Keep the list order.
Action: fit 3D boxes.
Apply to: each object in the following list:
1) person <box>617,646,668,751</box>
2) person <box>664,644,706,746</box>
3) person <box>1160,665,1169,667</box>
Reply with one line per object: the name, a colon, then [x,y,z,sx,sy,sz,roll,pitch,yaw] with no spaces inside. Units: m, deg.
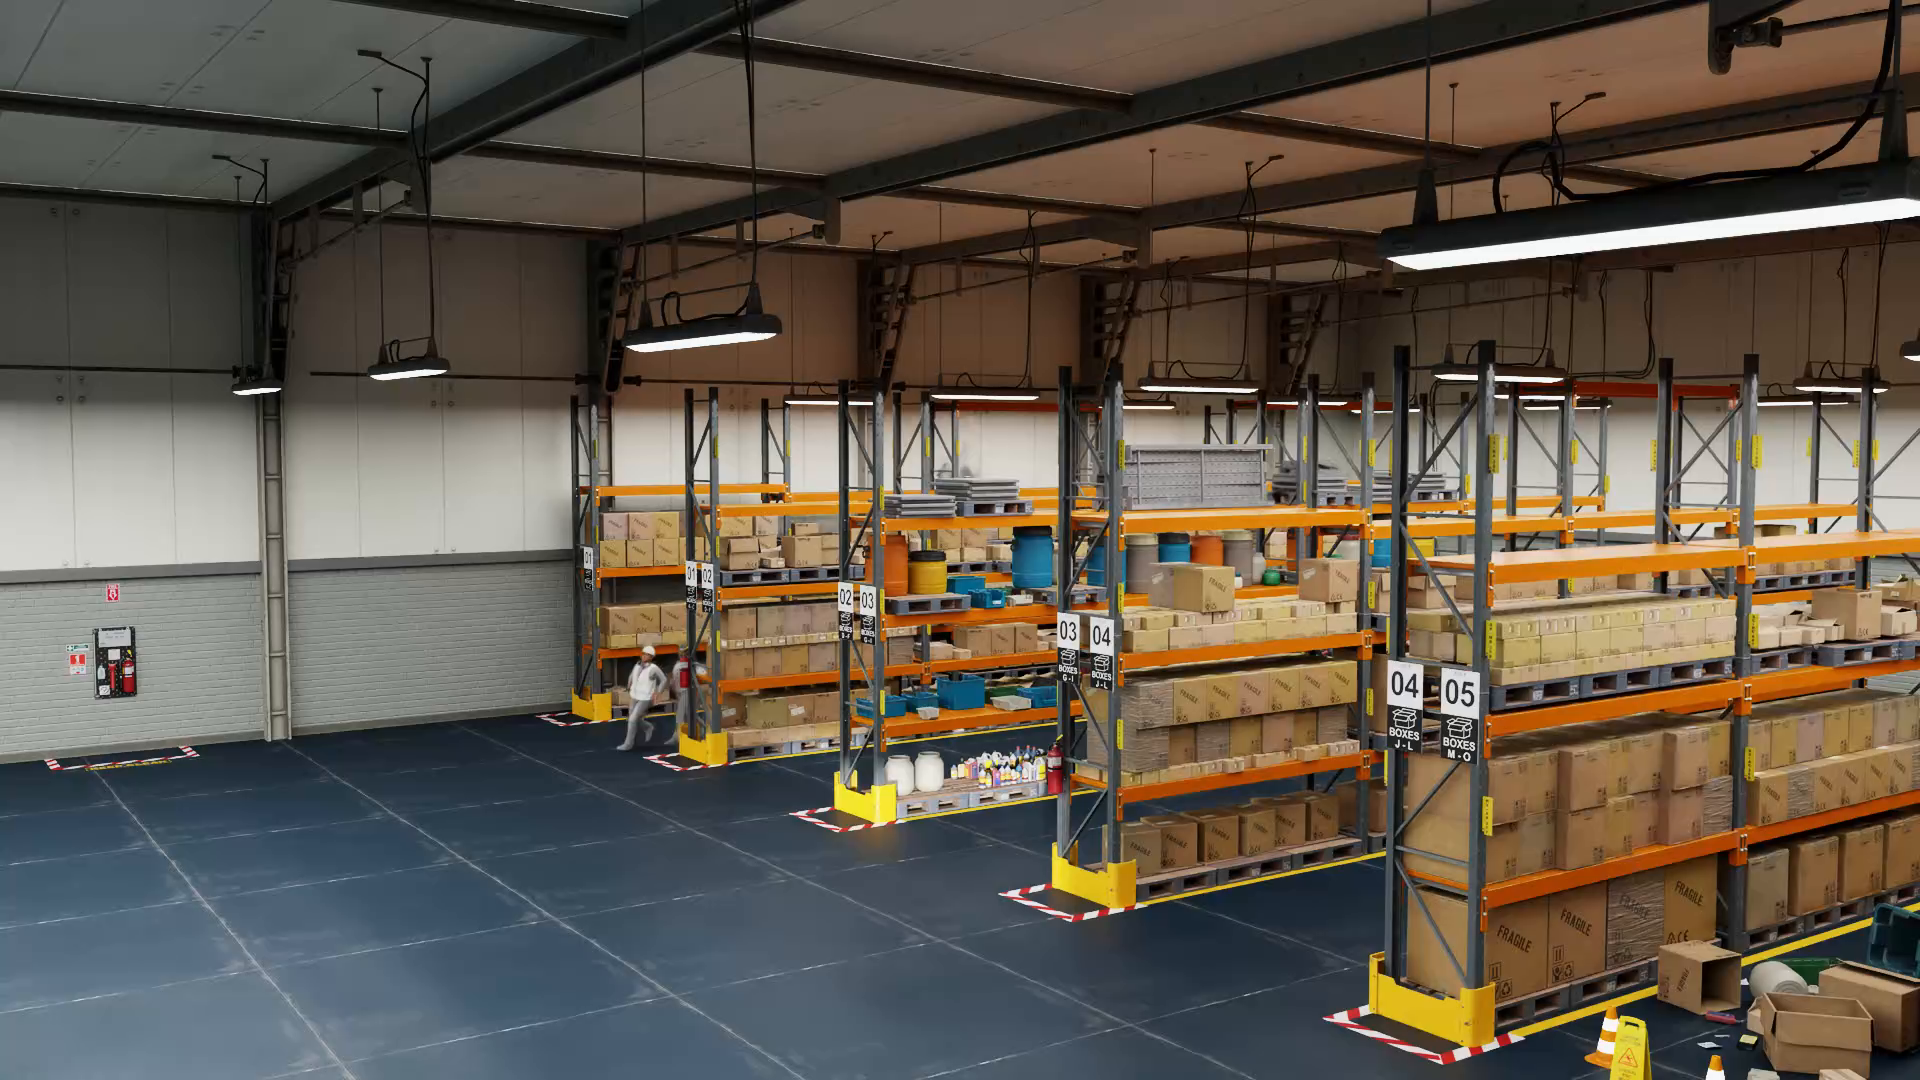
person: [-5.328,2.633,27.734,0.691,1.723,0.839,3,4,38]
person: [-4.670,2.595,28.285,0.934,1.681,0.653,-3,5,-41]
person: [3.669,2.546,29.012,0.678,1.716,0.847,3,5,44]
